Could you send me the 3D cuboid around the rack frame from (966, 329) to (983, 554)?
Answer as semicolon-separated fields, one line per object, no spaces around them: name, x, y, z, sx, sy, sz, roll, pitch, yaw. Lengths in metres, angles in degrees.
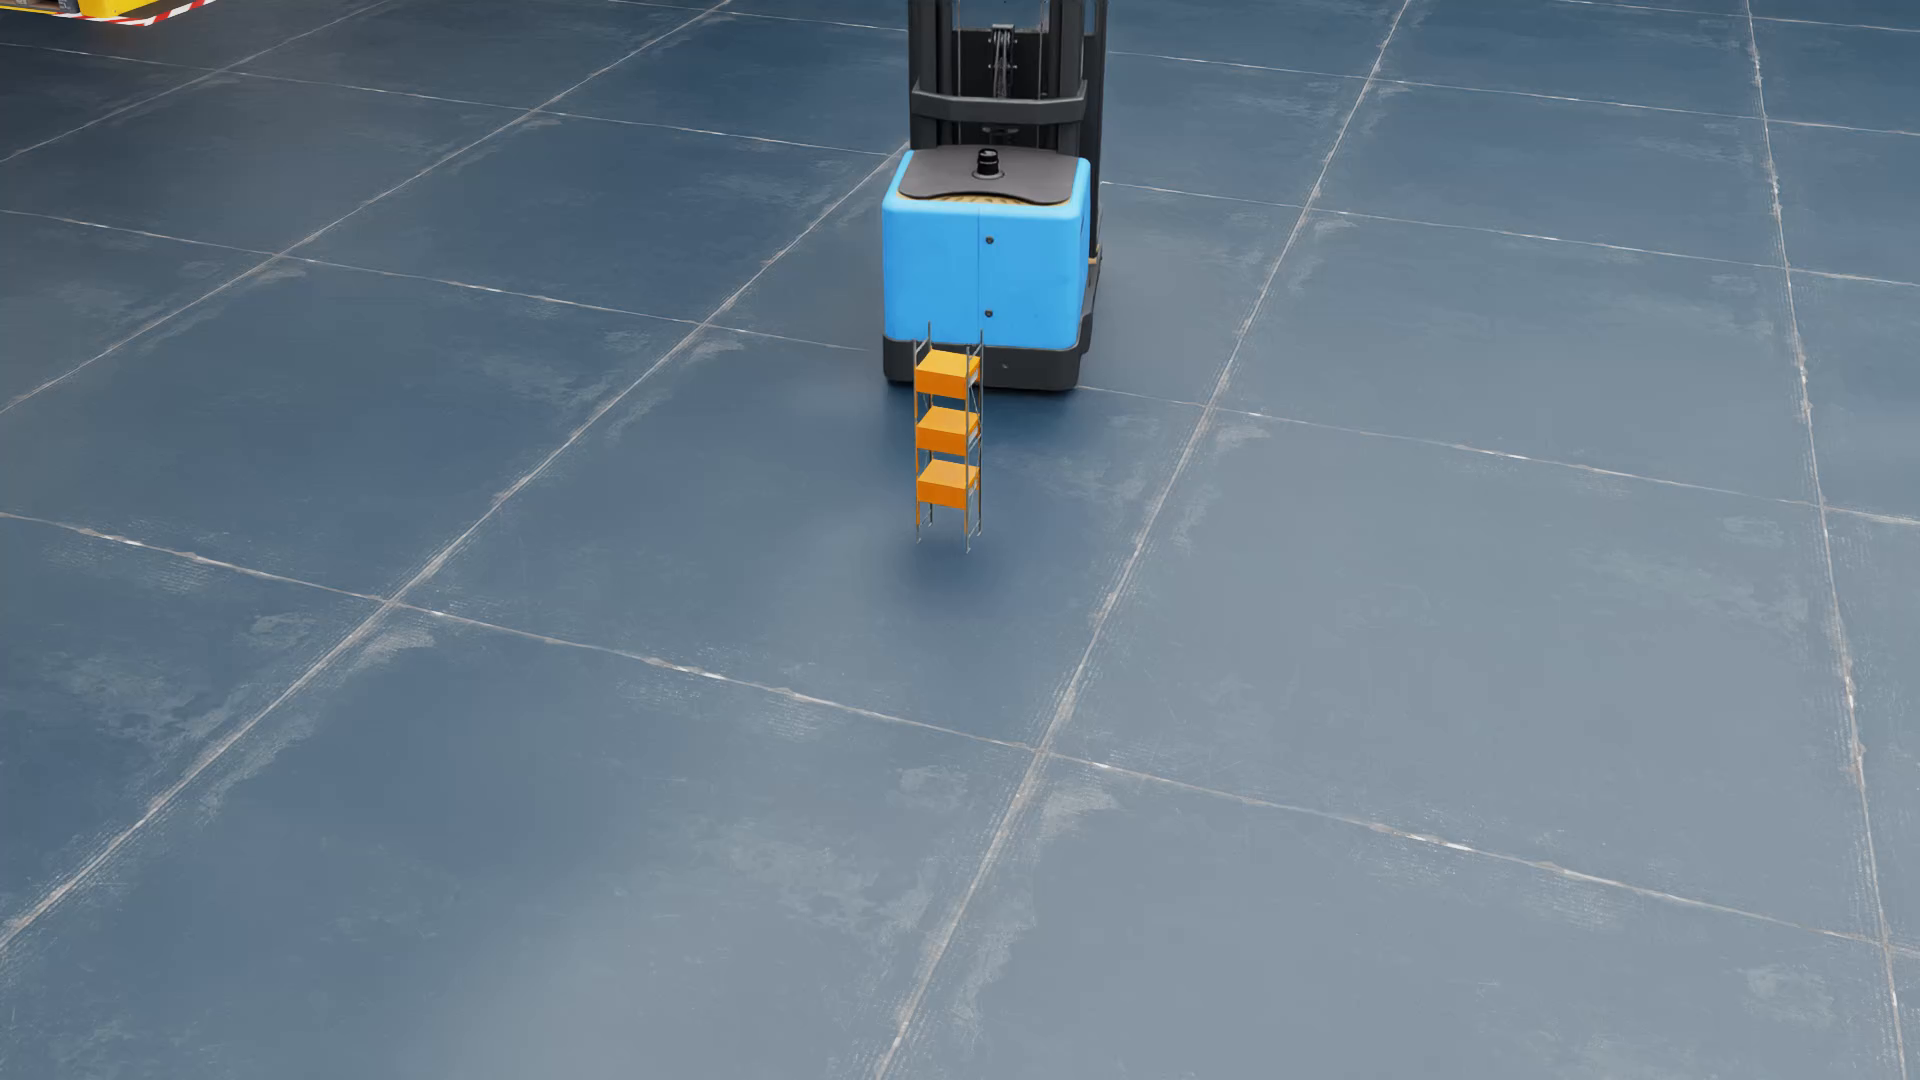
rack frame;0.064;-0.429;7.446;0.008;1.050;0.200;11;34;16

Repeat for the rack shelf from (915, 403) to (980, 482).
rack shelf;-0.050;-0.442;7.486;0.240;0.259;0.215;11;34;16

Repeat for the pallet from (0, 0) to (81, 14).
pallet;-8.482;-5.252;15.689;1.213;0.211;1.003;11;34;16

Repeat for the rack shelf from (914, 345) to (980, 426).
rack shelf;-0.050;-0.680;7.332;0.240;0.259;0.215;11;34;16

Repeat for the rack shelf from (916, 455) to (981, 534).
rack shelf;-0.050;-0.208;7.637;0.240;0.259;0.215;11;34;16

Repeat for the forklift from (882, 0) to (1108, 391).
forklift;0.291;-2.809;9.398;1.130;2.935;3.031;4;33;6

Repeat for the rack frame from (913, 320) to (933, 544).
rack frame;-0.165;-0.473;7.515;0.008;1.050;0.200;11;34;16

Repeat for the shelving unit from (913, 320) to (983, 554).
shelving unit;-0.050;-0.451;7.480;0.252;1.050;0.215;11;34;16

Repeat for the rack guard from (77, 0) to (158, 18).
rack guard;-7.681;-5.262;15.439;0.348;0.500;1.175;11;34;16
